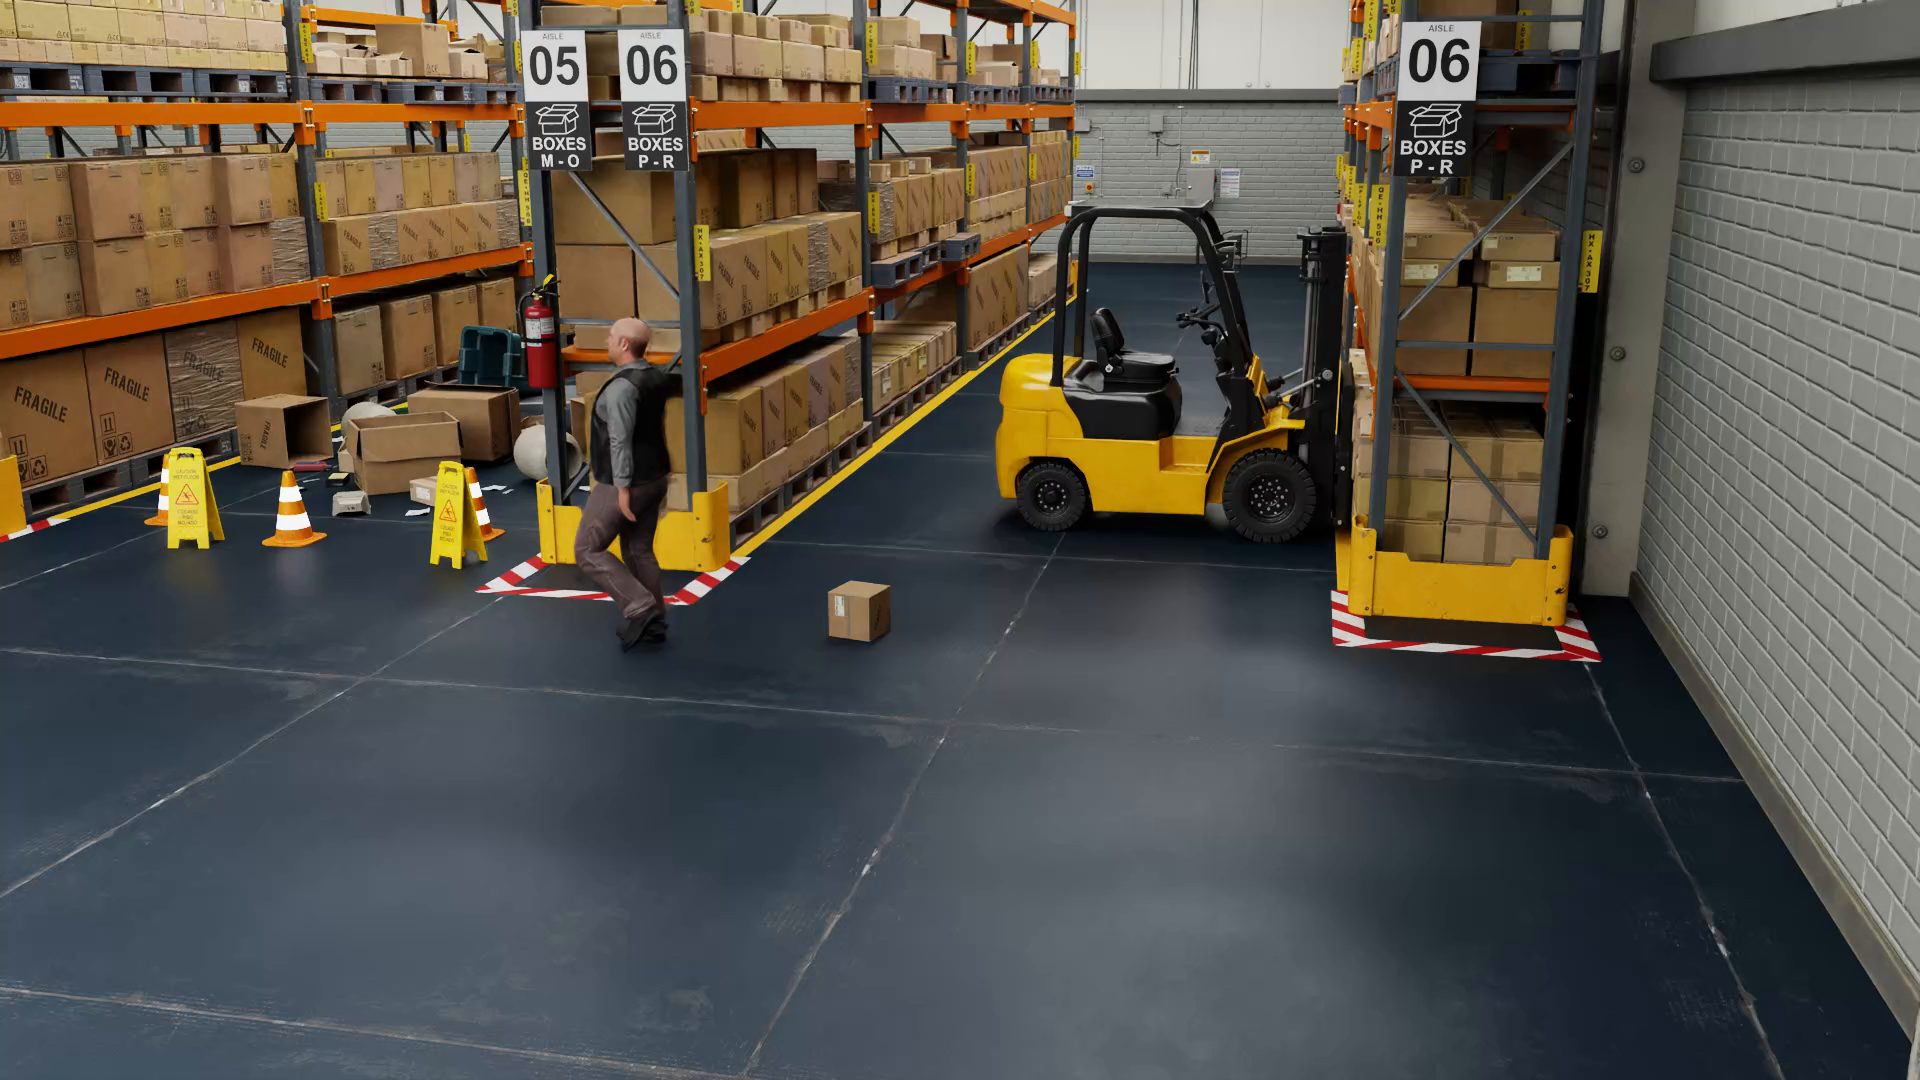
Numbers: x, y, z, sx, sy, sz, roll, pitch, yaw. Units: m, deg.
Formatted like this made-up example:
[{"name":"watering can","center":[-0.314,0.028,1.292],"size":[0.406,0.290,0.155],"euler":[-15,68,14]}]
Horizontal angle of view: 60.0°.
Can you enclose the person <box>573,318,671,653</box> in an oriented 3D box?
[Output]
[{"name":"person","center":[-1.729,-0.284,8.577],"size":[0.452,1.725,0.546],"euler":[4,15,17]}]
